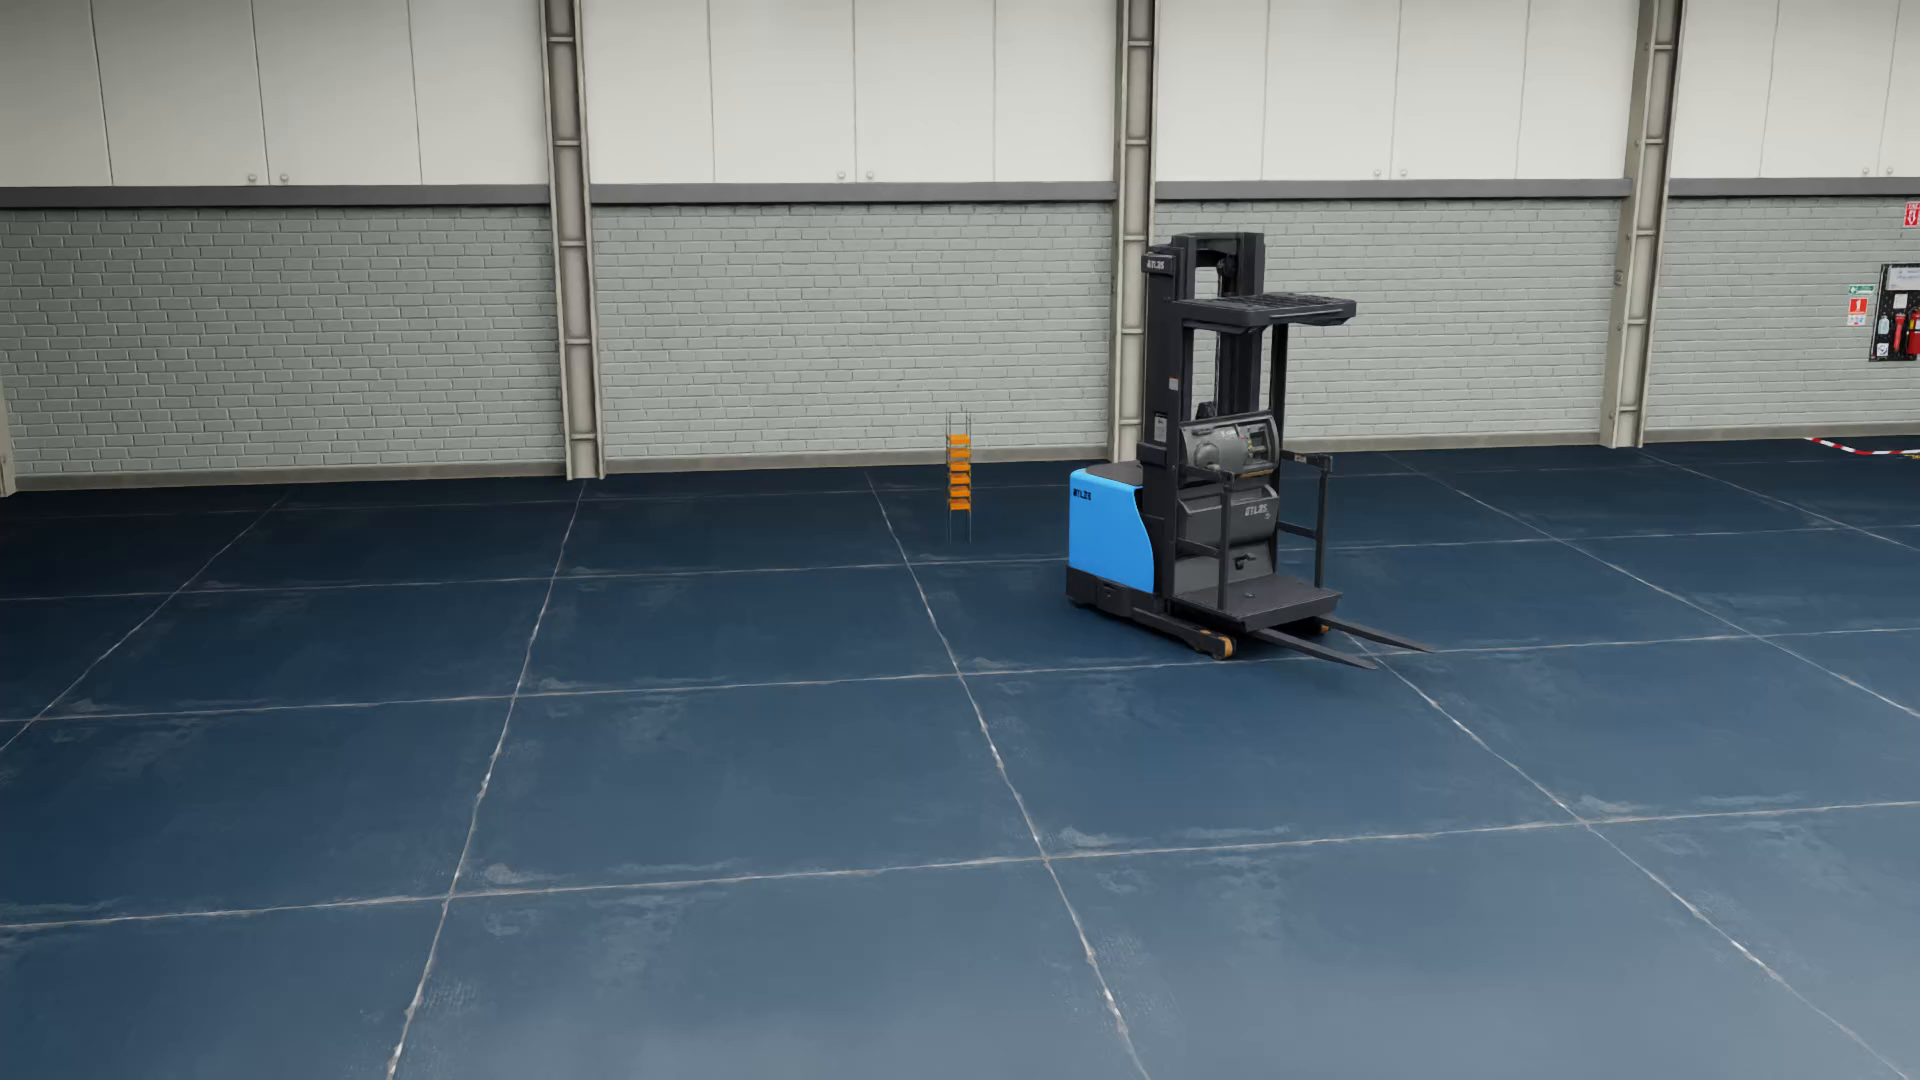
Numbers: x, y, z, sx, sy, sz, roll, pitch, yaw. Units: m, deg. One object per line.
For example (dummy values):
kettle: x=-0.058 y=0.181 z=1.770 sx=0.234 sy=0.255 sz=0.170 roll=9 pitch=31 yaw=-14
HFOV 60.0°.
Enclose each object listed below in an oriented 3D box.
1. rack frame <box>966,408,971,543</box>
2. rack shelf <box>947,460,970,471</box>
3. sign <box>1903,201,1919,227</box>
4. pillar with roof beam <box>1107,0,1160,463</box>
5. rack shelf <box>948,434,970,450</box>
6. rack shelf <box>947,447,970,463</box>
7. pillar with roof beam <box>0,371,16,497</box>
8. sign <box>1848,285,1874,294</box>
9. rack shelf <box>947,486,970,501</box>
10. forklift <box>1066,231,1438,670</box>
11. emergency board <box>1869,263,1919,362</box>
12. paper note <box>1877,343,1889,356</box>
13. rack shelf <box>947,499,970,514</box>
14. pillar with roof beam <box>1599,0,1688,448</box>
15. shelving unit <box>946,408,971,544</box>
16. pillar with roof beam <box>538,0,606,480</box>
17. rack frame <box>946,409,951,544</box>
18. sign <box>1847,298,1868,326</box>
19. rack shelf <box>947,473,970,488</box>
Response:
rack frame: x=0.076 y=-0.585 z=15.115 sx=0.006 sy=1.200 sz=0.240 roll=-2 pitch=14 yaw=-8
rack shelf: x=-0.014 y=-0.655 z=15.084 sx=0.180 sy=0.103 sz=0.258 roll=-2 pitch=14 yaw=-8
sign: x=11.288 y=-3.860 z=19.709 sx=0.199 sy=0.298 sz=0.001 roll=-2 pitch=14 yaw=-8
pillar with roof beam: x=2.535 y=-4.232 z=13.624 sx=0.400 sy=9.000 sz=9.100 roll=-2 pitch=14 yaw=-8
rack shelf: x=-0.014 y=-0.888 z=15.025 sx=0.180 sy=0.103 sz=0.258 roll=-2 pitch=14 yaw=-8
rack shelf: x=-0.014 y=-0.771 z=15.054 sx=0.180 sy=0.103 sz=0.258 roll=-2 pitch=14 yaw=-8
pillar with roof beam: x=-9.331 y=-3.797 z=11.890 sx=0.400 sy=9.000 sz=9.100 roll=-2 pitch=14 yaw=-8
sign: x=10.754 y=-2.989 z=19.839 sx=0.331 sy=0.109 sz=0.001 roll=-2 pitch=14 yaw=-8
rack shelf: x=-0.014 y=-0.422 z=15.142 sx=0.180 sy=0.103 sz=0.258 roll=-2 pitch=14 yaw=-8
forklift: x=2.109 y=-0.703 z=12.027 sx=1.130 sy=2.935 sz=3.031 roll=-10 pitch=17 yaw=-34
emergency board: x=11.311 y=-2.712 z=19.897 sx=0.643 sy=1.169 sz=0.194 roll=-2 pitch=14 yaw=-8
paper note: x=11.125 y=-2.295 z=20.044 sx=0.142 sy=0.148 sz=0.016 roll=-2 pitch=14 yaw=-8
rack shelf: x=-0.014 y=-0.306 z=15.171 sx=0.180 sy=0.103 sz=0.258 roll=-2 pitch=14 yaw=-8
pillar with roof beam: x=8.468 y=-4.449 z=14.491 sx=0.400 sy=9.000 sz=9.100 roll=-2 pitch=14 yaw=-8
shelving unit: x=-0.014 y=-0.581 z=15.102 sx=0.189 sy=1.200 sz=0.258 roll=-2 pitch=14 yaw=-8
pillar with roof beam: x=-3.398 y=-4.014 z=12.757 sx=0.400 sy=9.000 sz=9.100 roll=-2 pitch=14 yaw=-8
rack frame: x=-0.105 y=-0.578 z=15.089 sx=0.006 sy=1.200 sz=0.240 roll=-2 pitch=14 yaw=-8
sign: x=10.749 y=-2.734 z=19.911 sx=0.234 sy=0.329 sz=0.001 roll=-2 pitch=14 yaw=-8
rack shelf: x=-0.014 y=-0.538 z=15.113 sx=0.180 sy=0.103 sz=0.258 roll=-2 pitch=14 yaw=-8
